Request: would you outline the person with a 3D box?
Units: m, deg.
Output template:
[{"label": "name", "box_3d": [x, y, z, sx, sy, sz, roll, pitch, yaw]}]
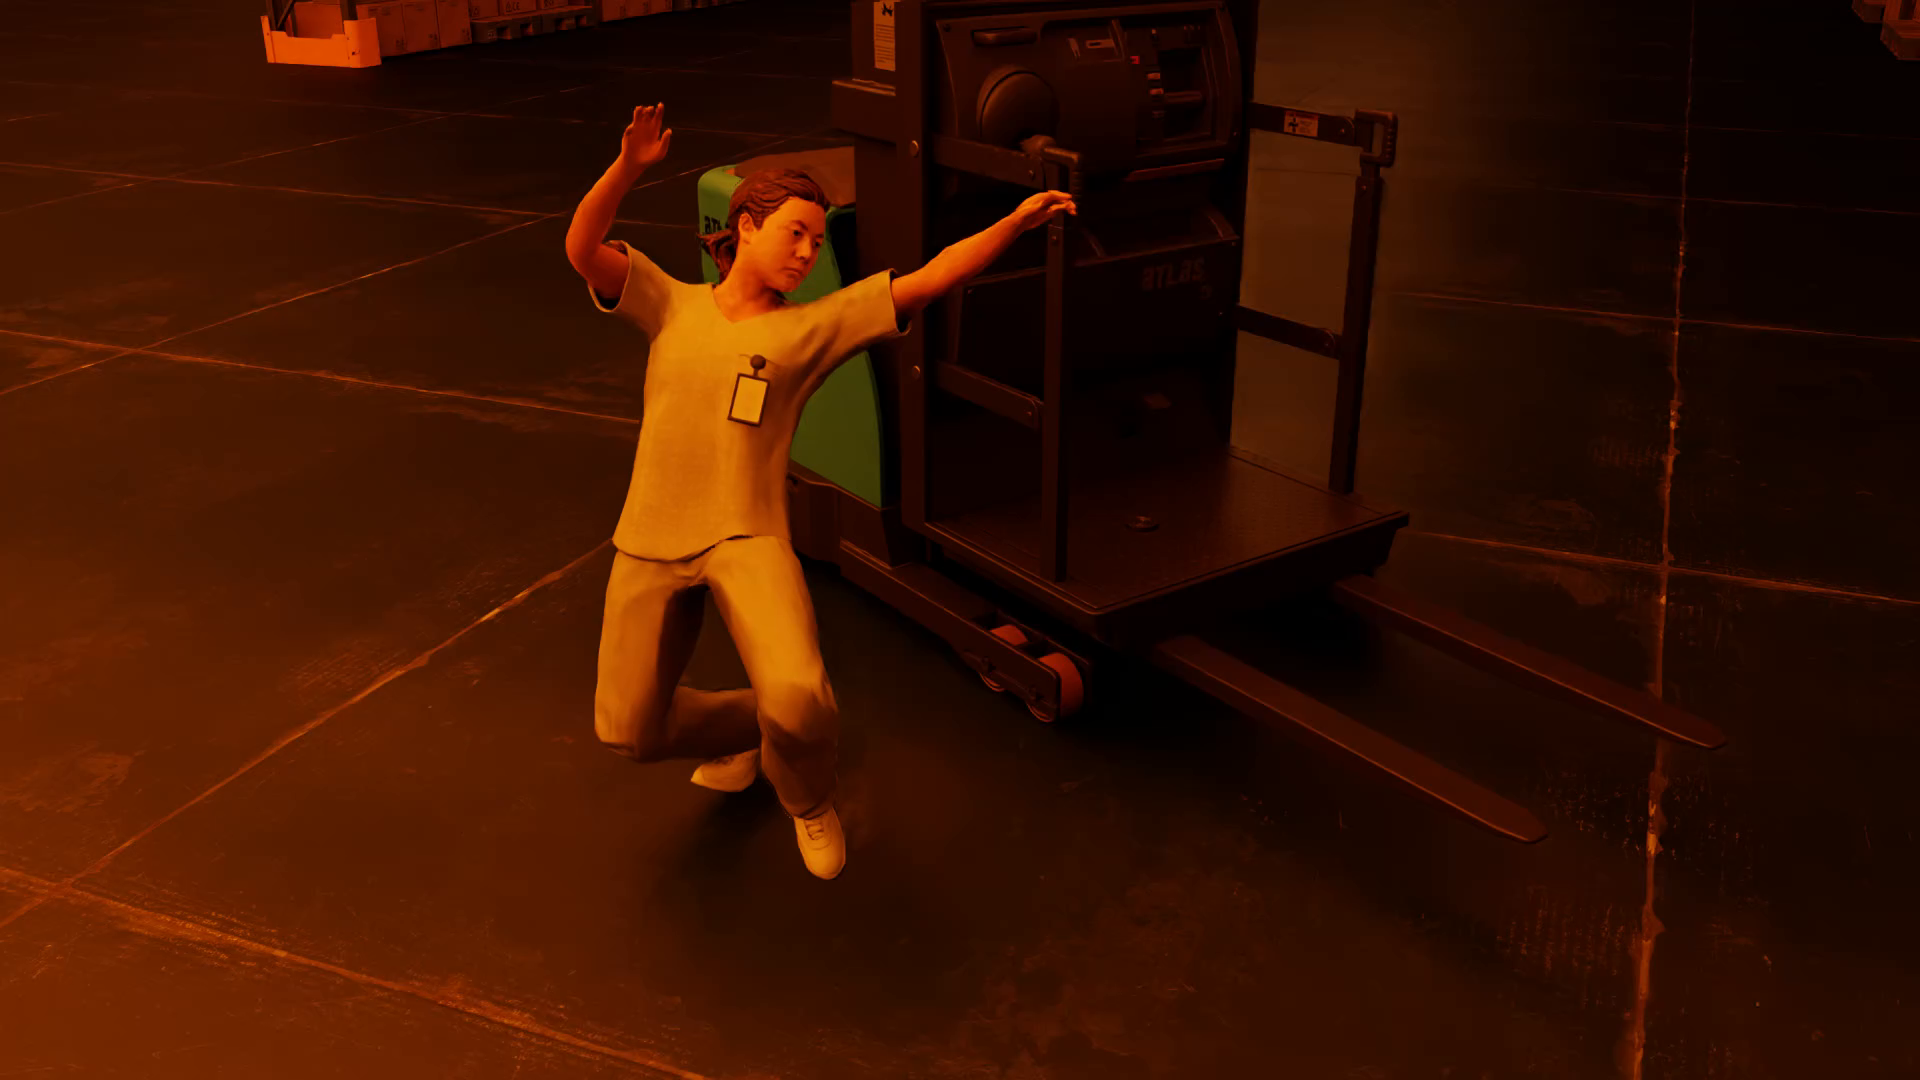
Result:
[{"label": "person", "box_3d": [-0.279, -0.075, 3.270, 0.961, 1.554, 0.789, 4, 23, 10]}]

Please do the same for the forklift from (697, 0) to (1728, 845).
[{"label": "forklift", "box_3d": [0.466, -1.123, 3.979, 1.130, 2.935, 3.031, -16, 27, -33]}]
